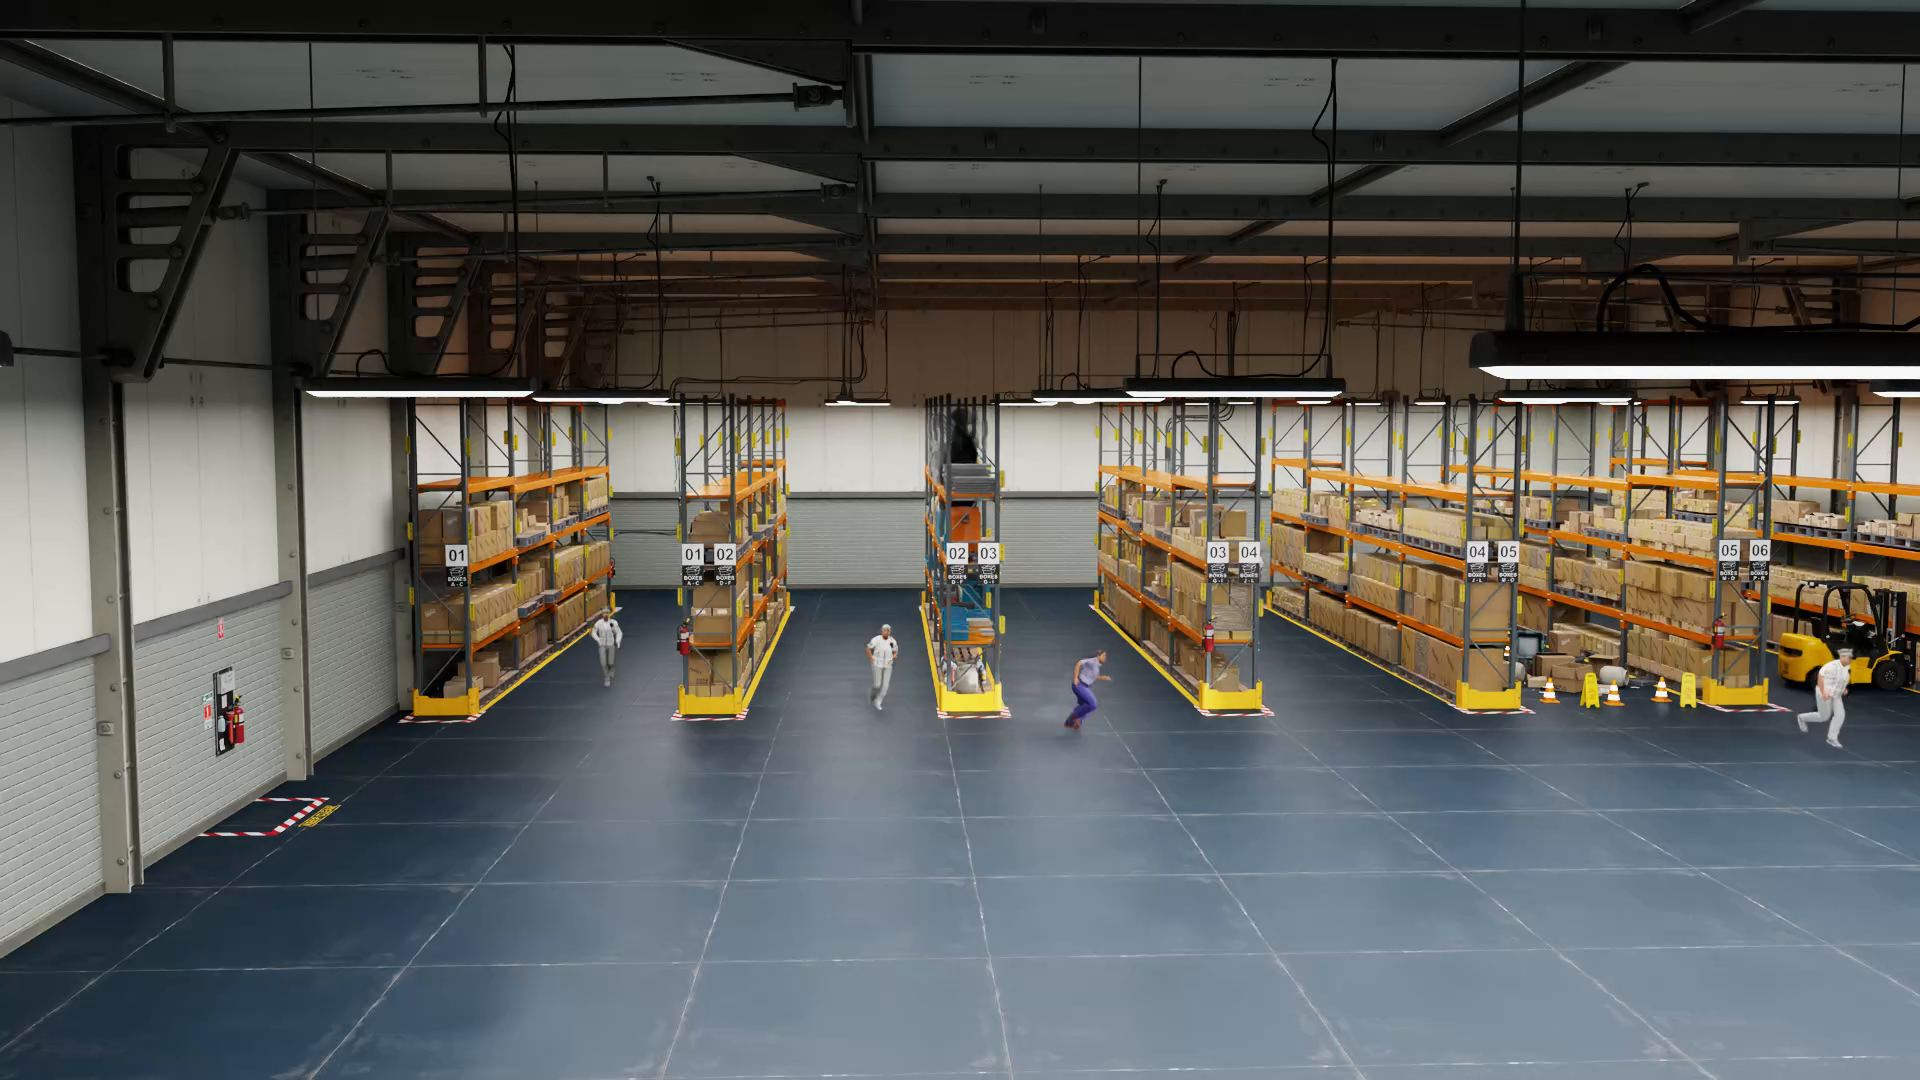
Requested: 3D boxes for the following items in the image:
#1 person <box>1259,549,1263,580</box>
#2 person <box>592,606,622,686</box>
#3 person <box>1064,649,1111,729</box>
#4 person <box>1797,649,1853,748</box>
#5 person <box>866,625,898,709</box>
[{"bbox_3d":[8.643,1.052,48.865,0.624,1.683,0.608,-4,6,-42],"label":"person"},{"bbox_3d":[-7.314,2.188,34.437,0.616,1.660,0.554,-1,5,-9],"label":"person"},{"bbox_3d":[2.240,2.661,29.501,0.863,1.469,0.637,2,5,21],"label":"person"},{"bbox_3d":[14.813,2.662,28.459,0.666,1.717,0.922,-3,5,-33],"label":"person"},{"bbox_3d":[-1.472,2.424,31.804,0.605,1.635,0.541,-1,5,-15],"label":"person"}]
